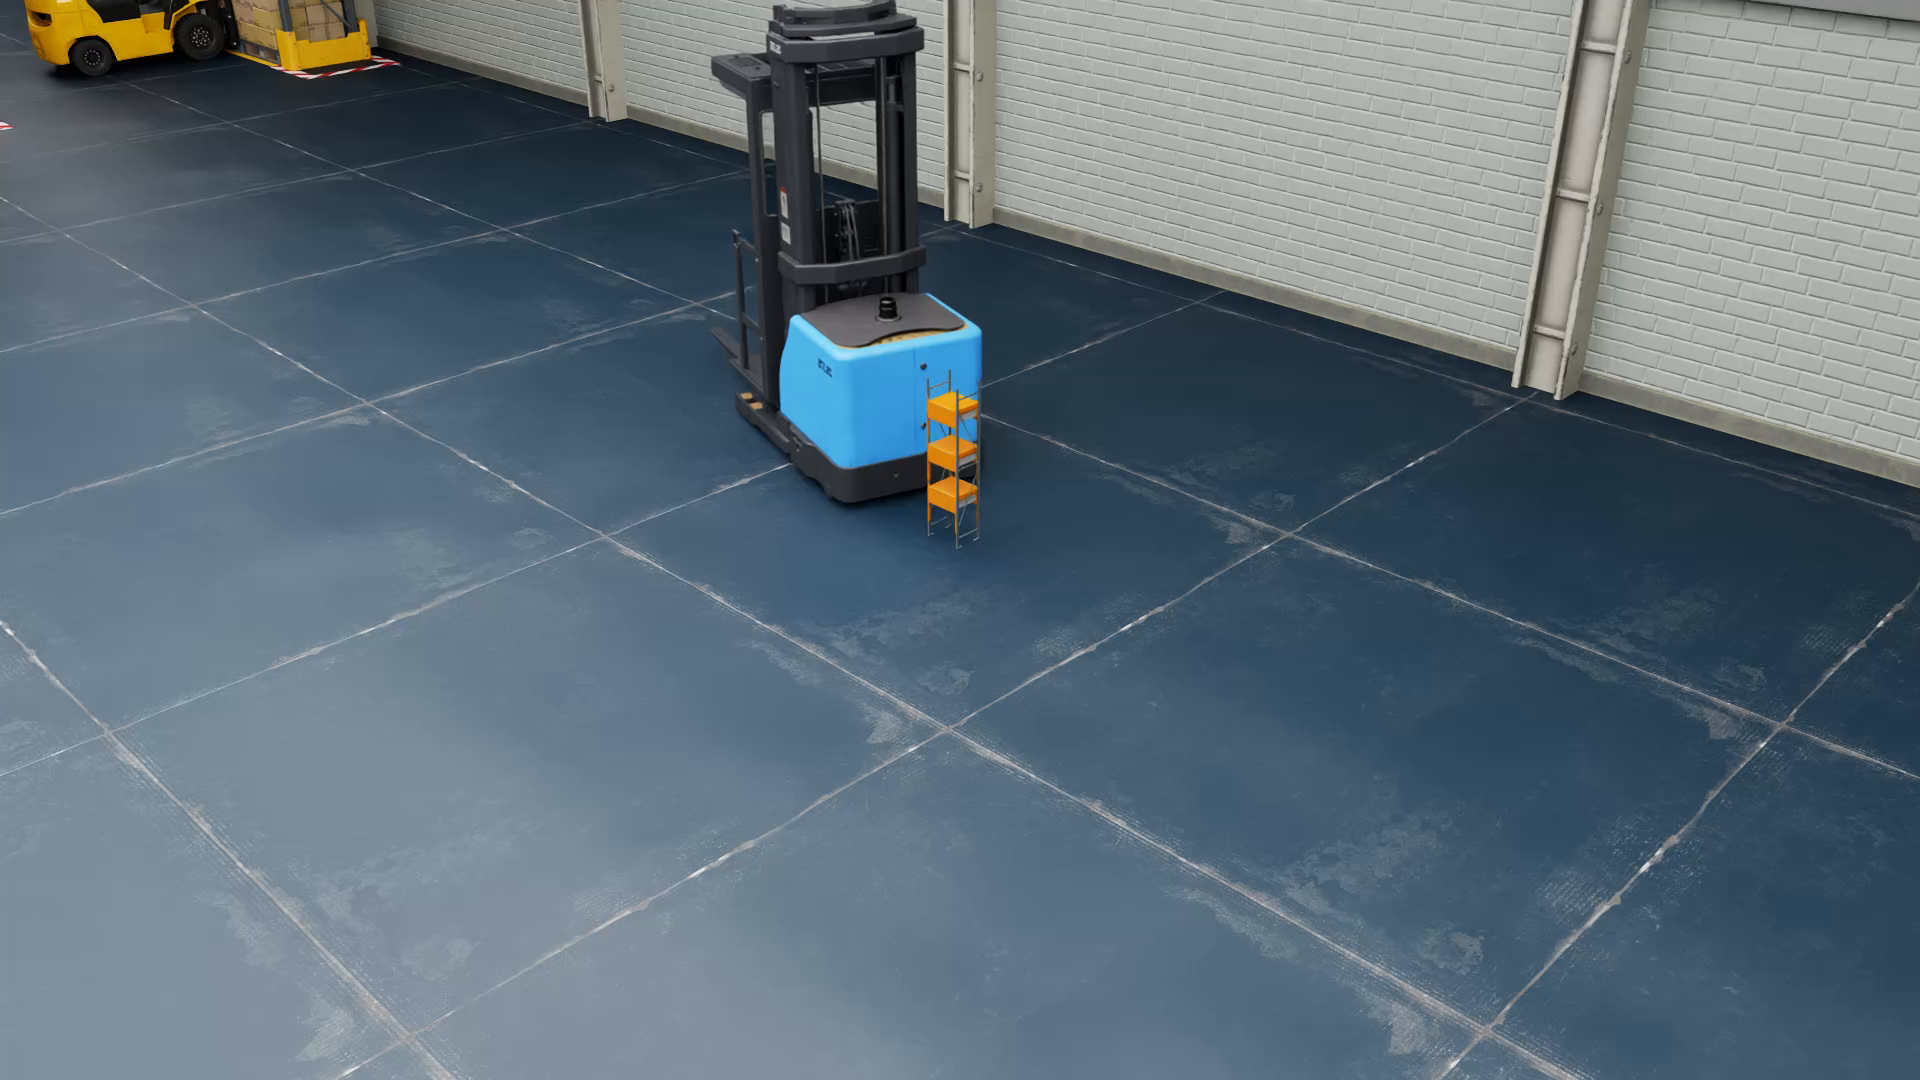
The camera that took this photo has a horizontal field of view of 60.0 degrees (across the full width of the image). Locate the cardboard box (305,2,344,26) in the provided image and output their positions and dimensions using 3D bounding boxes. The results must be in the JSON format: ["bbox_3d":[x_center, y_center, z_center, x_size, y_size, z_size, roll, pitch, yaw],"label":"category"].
[{"bbox_3d":[-8.790,-7.226,22.736,0.500,0.250,0.500,-25,36,-38],"label":"cardboard box"}]

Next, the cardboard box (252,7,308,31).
[{"bbox_3d":[-9.167,-7.059,22.418,0.500,0.250,0.500,24,36,38],"label":"cardboard box"}]

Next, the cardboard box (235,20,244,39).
[{"bbox_3d":[-9.856,-7.163,23.153,0.500,0.250,0.500,-25,37,-39],"label":"cardboard box"}]

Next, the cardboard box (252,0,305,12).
[{"bbox_3d":[-9.148,-7.272,22.286,0.500,0.250,0.500,-24,36,-38],"label":"cardboard box"}]

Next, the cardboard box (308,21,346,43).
[{"bbox_3d":[-8.814,-7.008,22.858,0.500,0.250,0.500,25,37,39],"label":"cardboard box"}]

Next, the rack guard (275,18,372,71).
[{"bbox_3d":[-8.583,-6.700,22.454,0.348,0.500,1.175,25,36,38],"label":"rack guard"}]

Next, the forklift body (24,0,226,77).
[{"bbox_3d":[-11.232,-7.452,22.110,1.214,2.155,2.313,25,36,38],"label":"forklift body"}]

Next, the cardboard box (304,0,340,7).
[{"bbox_3d":[-8.811,-7.445,22.615,0.500,0.250,0.500,24,36,38],"label":"cardboard box"}]

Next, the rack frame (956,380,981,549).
[{"bbox_3d":[0.049,-0.442,9.963,0.008,1.050,0.200,25,36,38],"label":"rack frame"}]

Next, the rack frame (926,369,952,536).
[{"bbox_3d":[-0.125,-0.522,10.115,0.008,1.050,0.200,25,36,38],"label":"rack frame"}]

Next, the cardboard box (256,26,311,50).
[{"bbox_3d":[-9.157,-6.831,22.522,0.500,0.250,0.500,25,37,39],"label":"cardboard box"}]

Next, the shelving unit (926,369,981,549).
[{"bbox_3d":[-0.038,-0.482,10.039,0.252,1.050,0.215,25,36,38],"label":"shelving unit"}]

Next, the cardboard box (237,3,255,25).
[{"bbox_3d":[-9.517,-7.226,22.736,0.500,0.250,0.500,24,36,38],"label":"cardboard box"}]

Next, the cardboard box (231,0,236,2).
[{"bbox_3d":[-9.883,-7.598,22.906,0.500,0.250,0.500,-25,37,-39],"label":"cardboard box"}]

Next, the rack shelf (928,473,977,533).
[{"bbox_3d":[-0.038,-0.227,10.173,0.240,0.259,0.215,25,36,38],"label":"rack shelf"}]

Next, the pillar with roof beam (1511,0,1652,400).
[{"bbox_3d":[1.352,-3.694,7.606,0.400,9.000,9.100,25,36,38],"label":"pillar with roof beam"}]

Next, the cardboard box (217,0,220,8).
[{"bbox_3d":[-10.254,-7.552,23.356,0.500,0.250,0.500,24,36,38],"label":"cardboard box"}]

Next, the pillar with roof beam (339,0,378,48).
[{"bbox_3d":[-11.483,-9.567,18.775,0.400,9.000,9.100,25,36,38],"label":"pillar with roof beam"}]

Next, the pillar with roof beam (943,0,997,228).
[{"bbox_3d":[-2.927,-5.651,11.329,0.400,9.000,9.100,25,36,38],"label":"pillar with roof beam"}]

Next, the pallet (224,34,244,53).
[{"bbox_3d":[-10.041,-7.213,23.742,1.213,0.211,1.003,25,36,38],"label":"pallet"}]

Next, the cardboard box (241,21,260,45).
[{"bbox_3d":[-9.505,-6.997,22.836,0.500,0.250,0.500,25,36,38],"label":"cardboard box"}]

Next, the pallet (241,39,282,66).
[{"bbox_3d":[-9.175,-6.815,22.985,1.213,0.211,1.003,25,36,38],"label":"pallet"}]

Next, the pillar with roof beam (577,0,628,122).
[{"bbox_3d":[-7.205,-7.609,15.052,0.400,9.000,9.100,25,36,38],"label":"pillar with roof beam"}]

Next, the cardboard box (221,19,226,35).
[{"bbox_3d":[-10.242,-7.325,23.461,0.500,0.250,0.500,-24,36,-38],"label":"cardboard box"}]

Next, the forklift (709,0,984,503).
[{"bbox_3d":[-0.961,-2.191,11.267,1.130,2.935,3.031,-13,31,-24],"label":"forklift"}]

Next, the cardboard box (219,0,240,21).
[{"bbox_3d":[-9.900,-7.388,23.043,0.500,0.250,0.500,24,36,37],"label":"cardboard box"}]

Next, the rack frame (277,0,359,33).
[{"bbox_3d":[-8.601,-7.814,21.888,0.127,3.000,1.000,25,36,38],"label":"rack frame"}]

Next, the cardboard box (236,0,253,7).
[{"bbox_3d":[-9.516,-7.437,22.599,0.500,0.250,0.500,-25,36,-38],"label":"cardboard box"}]

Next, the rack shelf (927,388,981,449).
[{"bbox_3d":[-0.038,-0.724,9.912,0.240,0.259,0.215,25,36,38],"label":"rack shelf"}]

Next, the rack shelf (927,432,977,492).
[{"bbox_3d":[-0.038,-0.473,10.044,0.240,0.259,0.215,25,36,38],"label":"rack shelf"}]
